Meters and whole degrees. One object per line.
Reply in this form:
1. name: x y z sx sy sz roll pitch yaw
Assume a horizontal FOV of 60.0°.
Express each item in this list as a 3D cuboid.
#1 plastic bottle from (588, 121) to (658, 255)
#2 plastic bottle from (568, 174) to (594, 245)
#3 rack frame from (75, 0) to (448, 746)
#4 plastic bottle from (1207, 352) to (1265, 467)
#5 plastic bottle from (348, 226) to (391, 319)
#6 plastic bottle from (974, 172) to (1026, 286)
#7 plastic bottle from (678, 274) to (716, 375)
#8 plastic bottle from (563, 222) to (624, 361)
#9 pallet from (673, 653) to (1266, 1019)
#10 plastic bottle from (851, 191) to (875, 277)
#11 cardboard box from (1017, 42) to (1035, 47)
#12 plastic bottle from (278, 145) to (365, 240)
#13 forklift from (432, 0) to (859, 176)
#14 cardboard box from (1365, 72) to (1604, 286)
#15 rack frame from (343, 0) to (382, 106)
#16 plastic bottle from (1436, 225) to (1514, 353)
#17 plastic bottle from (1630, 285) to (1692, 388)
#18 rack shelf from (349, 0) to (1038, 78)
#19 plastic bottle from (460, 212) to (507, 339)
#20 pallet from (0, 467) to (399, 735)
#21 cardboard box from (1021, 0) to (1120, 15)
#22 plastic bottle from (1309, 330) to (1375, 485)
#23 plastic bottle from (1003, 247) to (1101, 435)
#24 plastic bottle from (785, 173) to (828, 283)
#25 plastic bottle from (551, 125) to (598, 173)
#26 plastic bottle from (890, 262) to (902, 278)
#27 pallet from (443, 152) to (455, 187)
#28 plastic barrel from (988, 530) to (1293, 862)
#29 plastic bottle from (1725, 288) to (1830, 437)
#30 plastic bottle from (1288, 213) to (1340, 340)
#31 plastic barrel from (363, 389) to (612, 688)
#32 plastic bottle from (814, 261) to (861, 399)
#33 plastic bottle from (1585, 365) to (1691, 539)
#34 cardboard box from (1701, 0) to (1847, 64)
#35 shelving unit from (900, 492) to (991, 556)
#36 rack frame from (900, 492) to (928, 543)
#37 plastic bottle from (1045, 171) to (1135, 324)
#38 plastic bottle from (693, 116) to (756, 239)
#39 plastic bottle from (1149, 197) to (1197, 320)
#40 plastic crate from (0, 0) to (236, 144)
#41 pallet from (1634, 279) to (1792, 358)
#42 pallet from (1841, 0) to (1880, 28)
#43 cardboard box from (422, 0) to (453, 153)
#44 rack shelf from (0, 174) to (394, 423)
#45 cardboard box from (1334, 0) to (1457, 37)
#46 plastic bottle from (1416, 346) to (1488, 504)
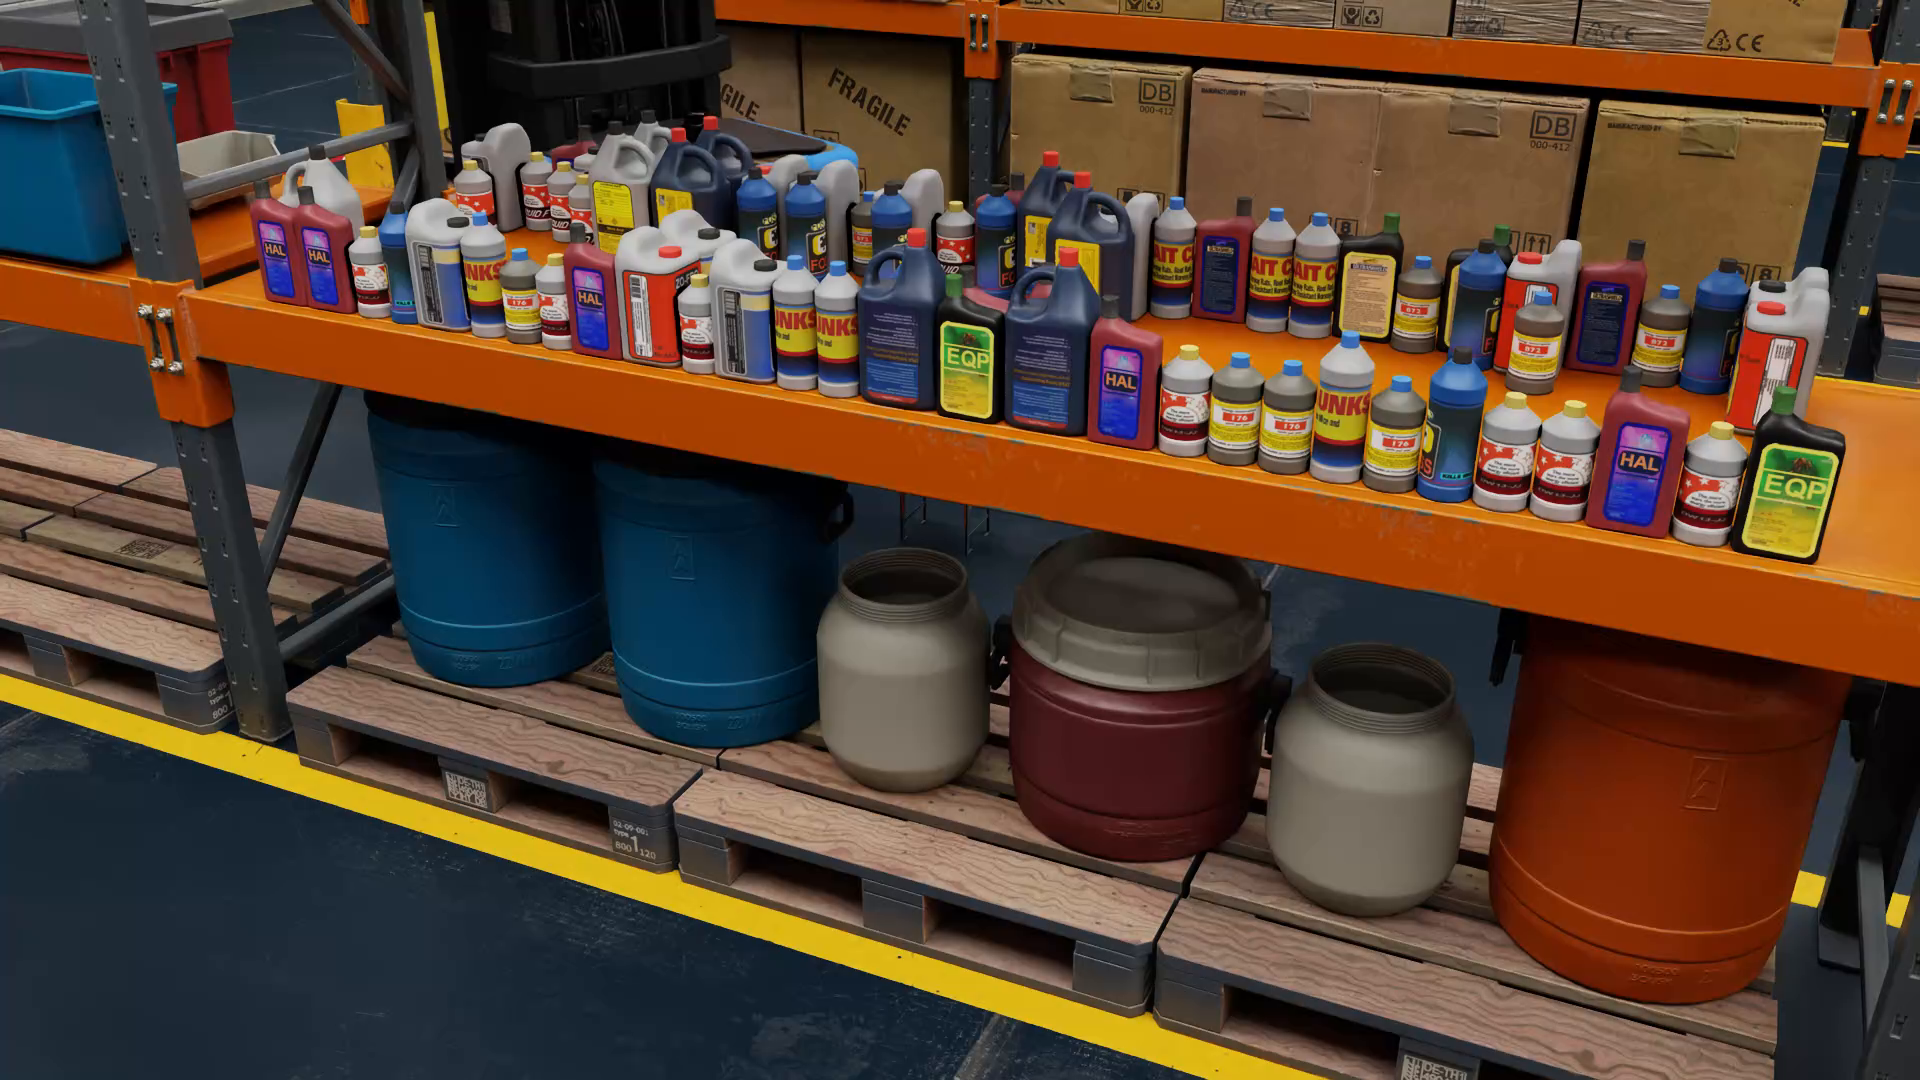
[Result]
1. plastic bottle: -0.832 -0.871 4.180 0.185 0.351 0.144 11 28 22
2. plastic bottle: -0.954 -0.836 4.278 0.097 0.201 0.097 0 26 0
3. rack frame: -1.745 -0.988 4.361 0.127 3.000 1.000 11 28 22
4. plastic bottle: 0.513 -0.247 3.081 0.097 0.201 0.097 0 26 0
5. plastic bottle: -1.353 -0.622 3.842 0.097 0.201 0.097 0 26 0
6. plastic bottle: 0.103 -0.743 3.996 0.133 0.283 0.061 11 28 22
7. plastic bottle: -0.544 -0.459 3.512 0.097 0.201 0.097 0 26 0
8. plastic bottle: -0.779 -0.535 3.572 0.133 0.283 0.061 11 28 22
9. pallet: 0.055 0.643 4.204 1.213 0.211 1.003 11 28 22
10. plastic bottle: -0.221 -0.763 4.128 0.097 0.201 0.097 0 26 0
11. cardboard box: 0.568 -4.094 13.422 0.250 0.149 0.380 11 28 22
12. plastic bottle: -1.522 -0.764 3.961 0.185 0.351 0.144 11 28 22
13. forklift: -1.763 -2.177 6.853 1.130 2.935 3.031 -23 34 -39
14. cardboard box: 2.519 -1.784 7.907 0.875 0.875 1.225 11 28 22
15. rack frame: -3.336 -3.711 9.891 0.127 3.000 1.000 11 28 22
16. plastic bottle: 1.112 -0.541 3.584 0.133 0.283 0.061 11 28 22
17. plastic bottle: 1.454 -0.426 3.445 0.097 0.201 0.097 0 26 0
18. rack shelf: -1.515 -3.022 9.307 4.000 0.370 1.077 11 28 22
19. plastic bottle: -1.054 -0.593 3.705 0.097 0.271 0.097 0 26 0
20. pallet: -2.430 0.144 5.218 1.213 0.211 1.003 11 28 22
21. cardboard box: 0.621 -2.840 8.008 0.500 0.500 0.500 11 28 22
22. plastic bottle: 0.690 -0.243 2.993 0.097 0.271 0.097 0 26 0
23. plastic bottle: 0.184 -0.392 3.205 0.185 0.351 0.144 11 28 22
24. plastic bottle: -0.373 -0.751 4.025 0.097 0.271 0.097 0 26 0
25. plastic bottle: -1.023 -0.969 4.455 0.133 0.283 0.061 11 28 22
26. plastic bottle: -0.096 -0.471 3.456 0.097 0.271 0.097 0 26 0
27. pallet: -2.575 -2.345 10.274 1.213 0.211 1.003 11 28 22
28. plastic barrel: 0.416 0.348 3.902 0.708 0.588 0.600 11 28 22
29. plastic bottle: 1.574 -0.349 3.203 0.135 0.276 0.152 11 28 22
30. plastic bottle: 0.790 -0.591 3.701 0.097 0.271 0.097 0 26 0
31. plastic barrel: -1.256 -0.129 4.515 0.708 0.901 0.600 11 28 22
32. plastic bottle: -0.244 -0.431 3.374 0.097 0.271 0.097 0 26 0
33. plastic bottle: 1.142 -0.149 2.788 0.133 0.283 0.061 11 28 22
34. cardboard box: 3.395 -2.283 6.879 0.500 0.500 0.500 12 29 23
35. shelving unit: -0.049 -0.481 5.538 0.252 1.050 0.215 11 28 22
36. rack frame: -0.160 -0.503 5.583 0.008 1.050 0.200 11 28 22
37. plastic bottle: 0.290 -0.642 3.714 0.185 0.351 0.144 11 28 22
38. plastic bottle: -0.604 -0.895 4.229 0.185 0.351 0.144 11 28 22
39. plastic bottle: 0.491 -0.651 3.822 0.097 0.271 0.097 0 26 0
40. plastic crate: -2.454 -1.308 4.870 0.583 0.464 0.402 11 28 22
41. pallet: 3.260 -1.171 7.890 1.213 0.211 1.003 11 28 22
42. pallet: 8.760 -4.838 15.338 1.213 0.211 1.003 11 28 22
43. cardboard box: -2.720 -2.861 10.095 0.875 0.875 0.875 11 28 22
44. rack shelf: -3.565 -1.031 5.262 4.000 0.370 1.077 11 28 22
45. cardboard box: 2.007 -2.564 7.449 0.500 0.500 0.500 12 29 23
46. plastic bottle: 0.867 -0.207 2.921 0.097 0.271 0.097 0 26 0
